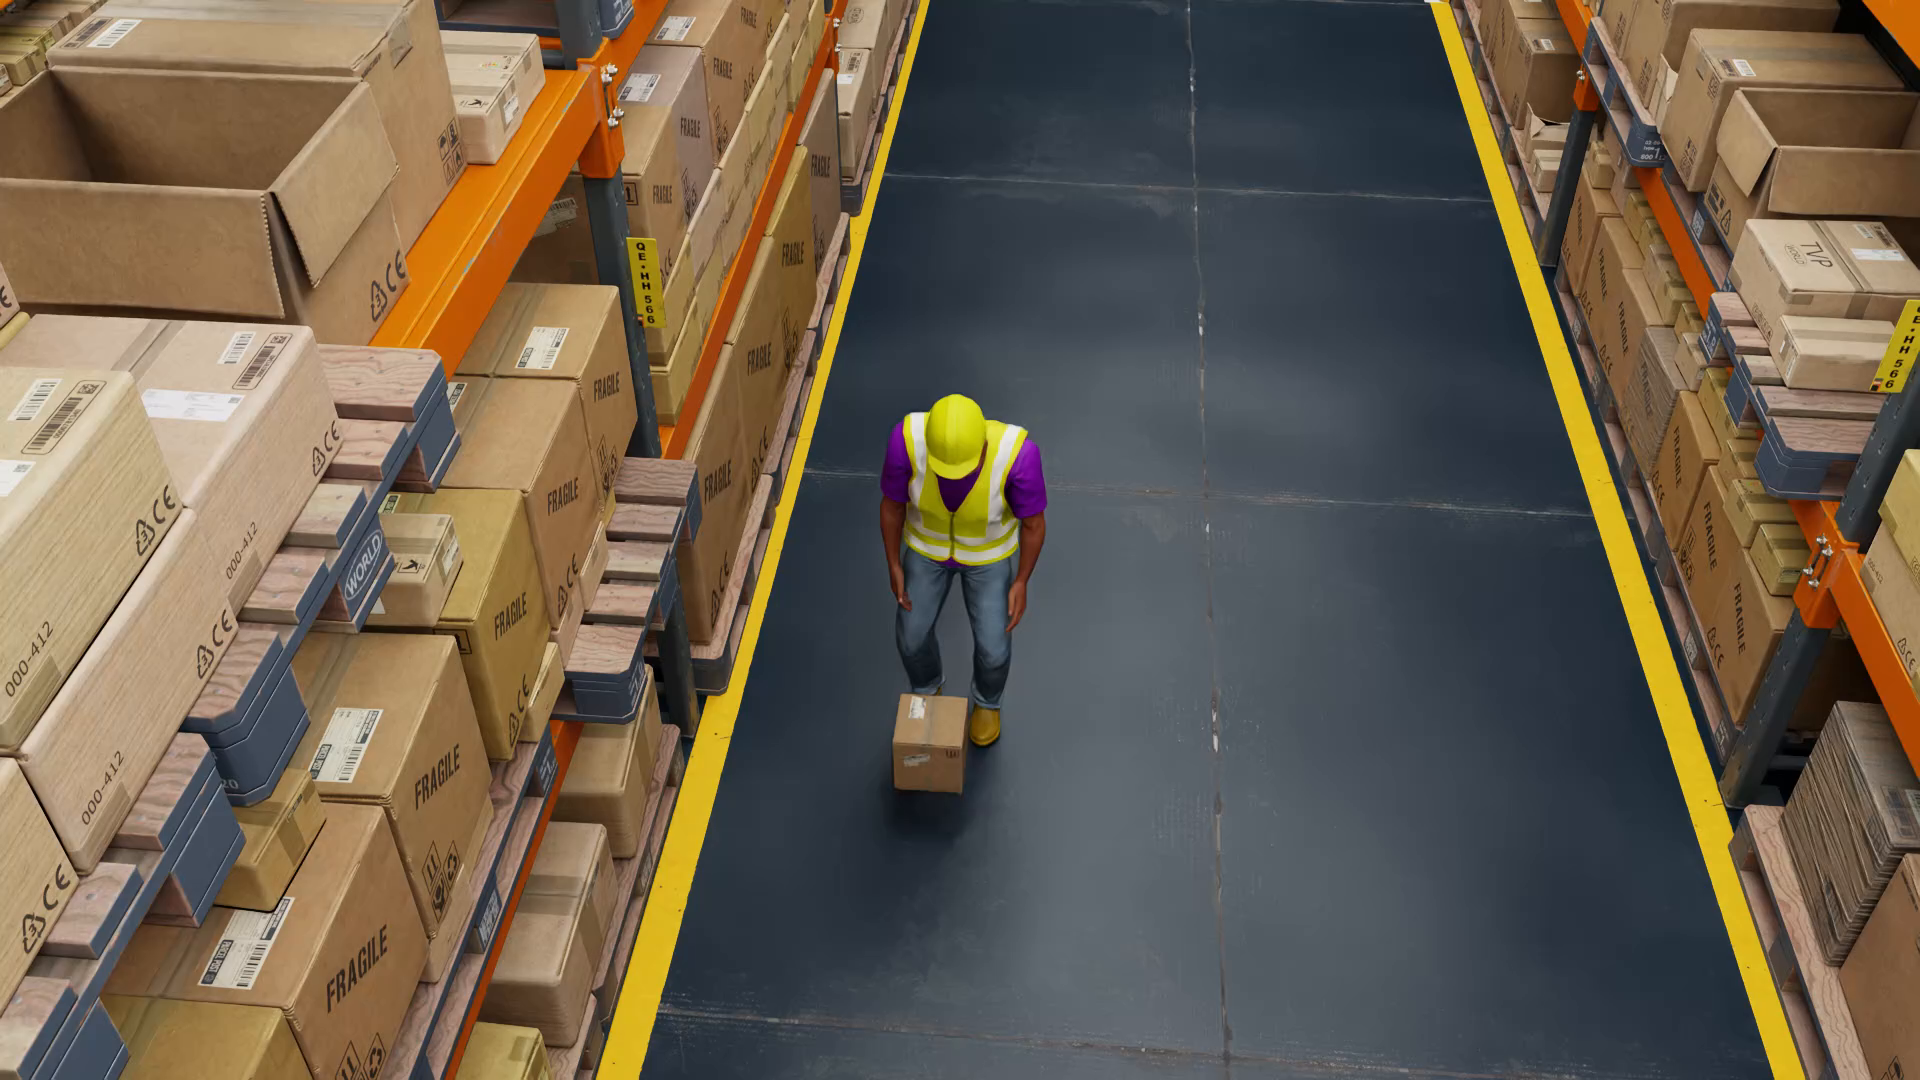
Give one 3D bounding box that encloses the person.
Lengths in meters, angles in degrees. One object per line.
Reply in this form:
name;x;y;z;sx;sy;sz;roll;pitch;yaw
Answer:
person;0.011;0.080;6.133;0.610;1.651;0.554;8;40;9
